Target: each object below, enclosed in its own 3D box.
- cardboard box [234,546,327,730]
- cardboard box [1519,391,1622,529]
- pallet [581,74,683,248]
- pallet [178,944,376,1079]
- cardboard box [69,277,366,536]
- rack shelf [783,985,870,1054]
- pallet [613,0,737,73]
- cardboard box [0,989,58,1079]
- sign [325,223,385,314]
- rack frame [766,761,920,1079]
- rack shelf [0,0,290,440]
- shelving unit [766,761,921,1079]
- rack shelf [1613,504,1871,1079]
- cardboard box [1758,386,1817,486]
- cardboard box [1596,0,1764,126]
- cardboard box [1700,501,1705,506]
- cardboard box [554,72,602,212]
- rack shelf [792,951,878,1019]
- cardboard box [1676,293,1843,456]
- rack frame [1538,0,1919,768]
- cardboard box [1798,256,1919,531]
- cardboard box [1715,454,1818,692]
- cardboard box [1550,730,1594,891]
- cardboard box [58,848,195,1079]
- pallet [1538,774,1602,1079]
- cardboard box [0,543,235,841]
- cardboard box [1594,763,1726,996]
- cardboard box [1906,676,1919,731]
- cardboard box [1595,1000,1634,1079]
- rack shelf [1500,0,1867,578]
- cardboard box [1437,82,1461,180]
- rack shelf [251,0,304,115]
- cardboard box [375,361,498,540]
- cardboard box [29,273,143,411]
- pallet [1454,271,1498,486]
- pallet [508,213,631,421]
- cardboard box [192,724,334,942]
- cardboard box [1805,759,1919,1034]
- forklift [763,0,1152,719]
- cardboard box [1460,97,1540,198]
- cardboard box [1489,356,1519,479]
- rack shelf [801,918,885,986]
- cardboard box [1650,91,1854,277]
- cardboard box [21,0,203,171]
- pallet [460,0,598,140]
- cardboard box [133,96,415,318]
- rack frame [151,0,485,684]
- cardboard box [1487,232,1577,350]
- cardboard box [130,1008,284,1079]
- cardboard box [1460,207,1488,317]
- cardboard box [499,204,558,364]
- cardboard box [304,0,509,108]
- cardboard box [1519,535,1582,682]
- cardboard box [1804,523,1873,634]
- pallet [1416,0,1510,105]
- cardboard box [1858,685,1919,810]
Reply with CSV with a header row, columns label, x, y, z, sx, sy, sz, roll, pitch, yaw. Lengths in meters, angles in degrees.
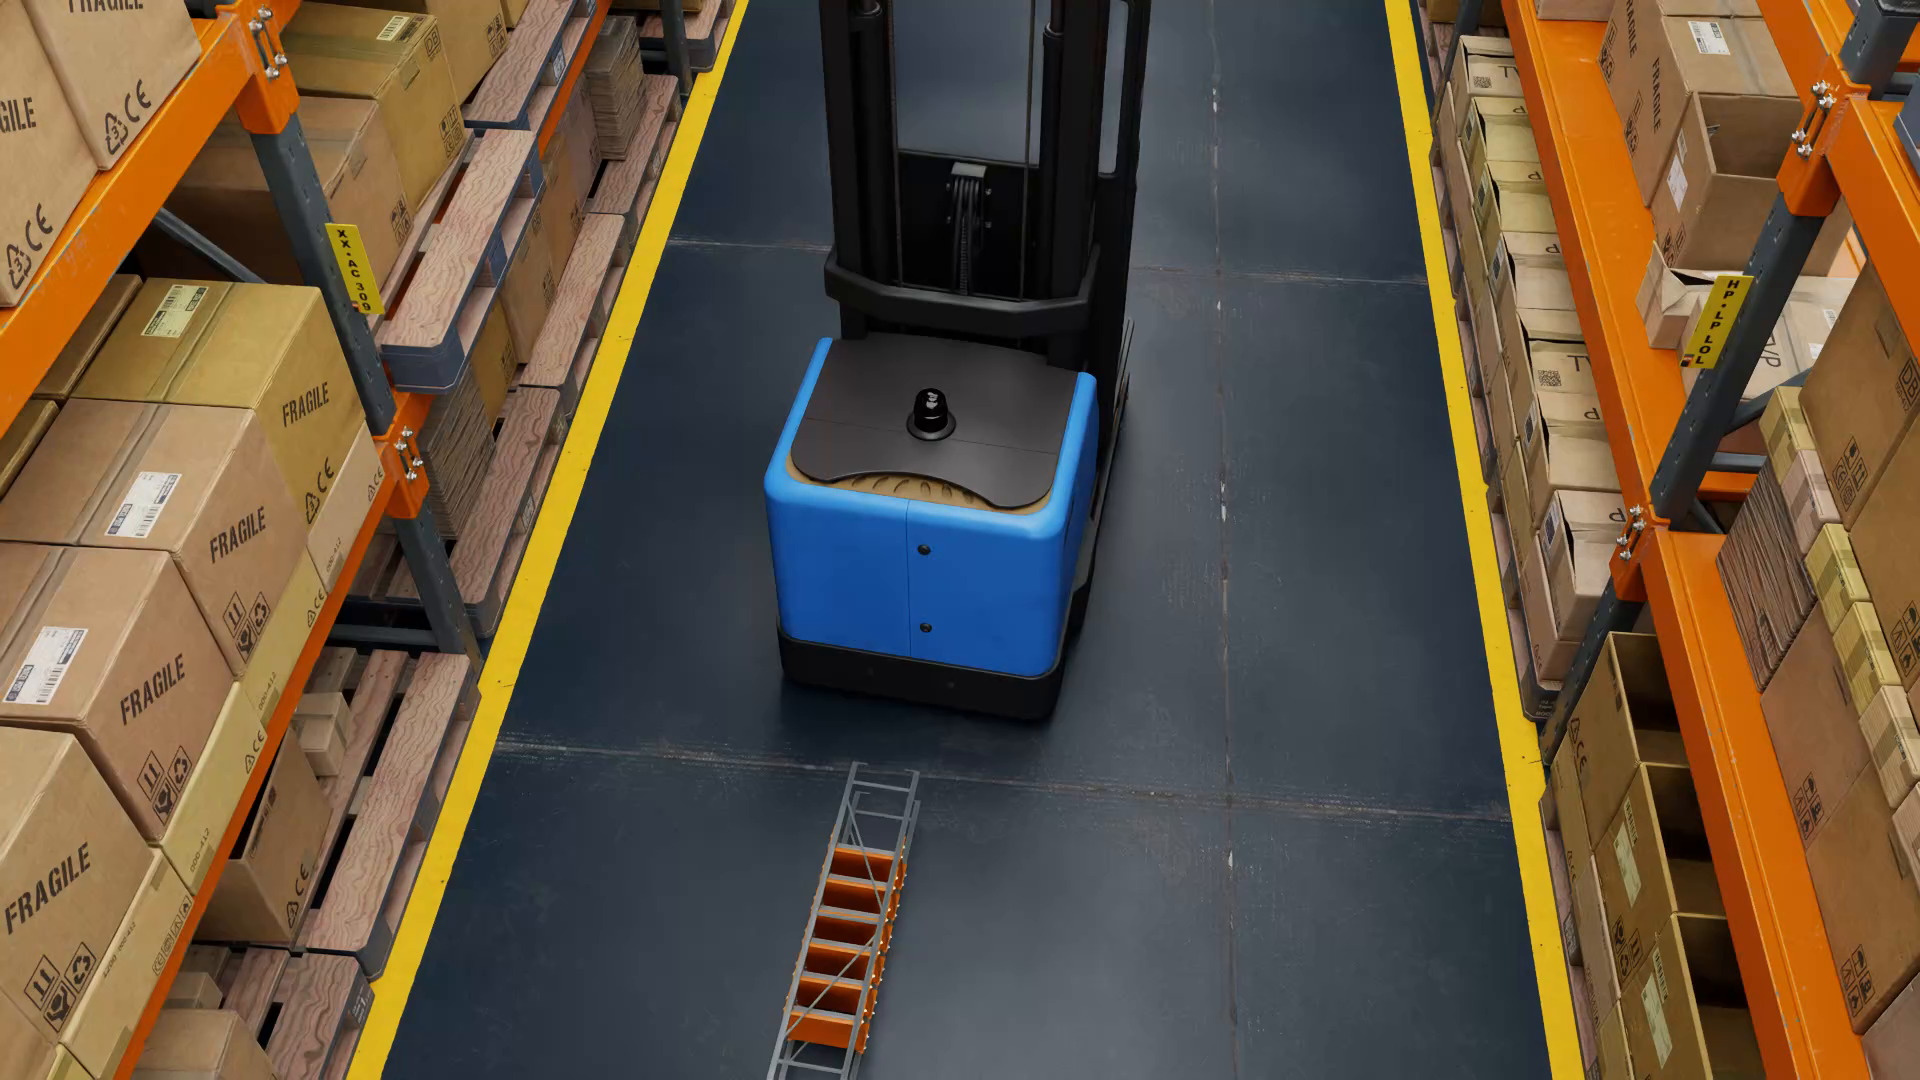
label,x,y,z,sx,sy,sz,roll,pitch,yaw
cardboard box,-2.113,0.246,4.606,0.500,0.250,0.500,4,48,4
cardboard box,2.408,-0.304,6.220,0.500,0.311,0.500,5,48,5
pallet,-2.026,-1.956,8.422,1.003,0.211,1.213,4,48,4
pallet,-2.453,1.804,4.983,1.003,0.211,1.213,4,48,4
cardboard box,-2.053,-0.373,4.664,0.500,0.500,0.500,4,48,3
rack shelf,-0.420,1.517,5.257,0.258,0.180,0.103,8,48,7
pallet,-1.807,-3.104,9.472,1.003,0.211,1.213,4,48,4
cardboard box,-2.232,1.126,3.293,0.500,0.500,0.500,2,48,2
sign,-1.777,-0.793,4.882,0.100,0.325,0.005,4,48,4
rack frame,-0.364,1.226,5.399,0.240,0.006,1.200,8,48,7
rack shelf,-2.501,0.168,3.044,1.077,0.370,4.000,4,48,4
shelving unit,-0.364,1.288,5.467,0.258,0.189,1.200,8,48,7
rack shelf,2.433,1.511,3.849,1.077,0.370,4.000,4,48,4
cardboard box,2.398,-0.270,4.483,0.380,0.149,0.250,4,48,3
cardboard box,2.843,-1.941,6.450,0.500,0.500,0.500,2,48,1
cardboard box,2.952,-0.259,6.179,0.500,0.311,0.500,3,48,3
cardboard box,-2.130,-1.873,7.852,0.700,0.500,0.500,4,48,3
rack shelf,-0.399,1.430,5.337,0.258,0.180,0.103,8,48,7
cardboard box,2.616,-0.516,5.316,0.500,0.250,0.500,7,48,6
rack frame,2.615,-0.202,4.928,1.000,3.000,0.127,4,48,4
cardboard box,2.581,-0.347,4.113,0.700,0.500,0.500,4,48,4
cardboard box,2.581,0.091,4.592,0.700,0.500,0.500,3,48,3
cardboard box,2.271,0.905,5.494,0.500,0.250,0.500,4,48,4
cardboard box,-2.188,0.986,3.929,0.500,0.250,0.500,4,48,4
pallet,2.501,1.321,5.425,1.003,0.211,1.213,4,48,4
cardboard box,-2.150,0.364,3.991,0.500,0.500,0.500,3,48,2
cardboard box,2.223,1.019,4.882,0.500,0.500,0.500,4,48,4
cardboard box,2.490,0.393,3.437,0.700,0.500,0.500,4,48,4
cardboard box,2.170,1.639,4.823,0.500,0.250,0.500,4,48,4
rack shelf,2.797,-1.428,6.537,1.077,0.370,4.000,4,48,4
cardboard box,2.639,-1.990,8.142,0.500,0.250,0.500,4,48,3
rack shelf,-2.136,-2.771,5.732,1.077,0.370,4.000,4,48,4
cardboard box,-2.268,-0.379,6.485,0.700,0.500,0.500,5,48,5
cardboard box,-2.569,-0.410,4.698,0.500,0.500,0.500,3,48,3
pallet,2.752,-0.703,7.276,1.003,0.211,1.213,4,48,4
pallet,-2.140,-1.062,7.604,1.003,0.211,1.213,4,48,4
cardboard box,-2.373,0.929,5.290,0.500,0.500,0.500,1,48,1
cardboard box,2.490,0.848,3.900,0.700,0.500,0.500,5,48,4
forklift,0.126,-1.443,6.109,1.130,2.935,3.031,9,48,8
cardboard box,2.600,-1.792,7.581,0.500,0.311,0.500,3,48,3
cardboard box,2.458,-0.487,6.767,0.500,0.250,0.500,5,48,4
rack shelf,-0.377,1.343,5.417,0.258,0.180,0.103,8,48,7
cardboard box,2.749,-1.186,5.760,0.500,0.500,0.500,7,48,6
cardboard box,-2.118,-1.195,3.722,0.500,0.500,0.500,5,48,5
pallet,-2.093,-1.949,6.656,1.003,0.211,1.213,4,48,4
cardboard box,-2.238,-1.086,5.370,0.700,0.500,0.500,4,48,4
rack frame,-2.318,-0.532,5.230,1.000,3.000,0.127,4,48,4
cardboard box,2.505,-1.040,6.893,0.500,0.311,0.500,3,48,3
cardboard box,-2.362,1.646,4.634,0.700,0.500,0.500,1,48,1
cardboard box,2.553,-1.238,7.454,0.500,0.250,0.500,3,48,2
cardboard box,-2.184,-1.134,7.176,0.700,0.500,0.500,4,48,4
cardboard box,-2.151,-1.982,6.190,0.700,0.500,0.500,10,48,9
cardboard box,2.364,0.260,6.084,0.500,0.250,0.500,3,48,3
cardboard box,2.353,0.104,4.140,0.380,0.149,0.250,3,48,3
pallet,3.085,-2.746,9.144,1.003,0.211,1.213,4,48,4
cardboard box,2.306,0.481,3.796,0.380,0.149,0.250,2,48,2
